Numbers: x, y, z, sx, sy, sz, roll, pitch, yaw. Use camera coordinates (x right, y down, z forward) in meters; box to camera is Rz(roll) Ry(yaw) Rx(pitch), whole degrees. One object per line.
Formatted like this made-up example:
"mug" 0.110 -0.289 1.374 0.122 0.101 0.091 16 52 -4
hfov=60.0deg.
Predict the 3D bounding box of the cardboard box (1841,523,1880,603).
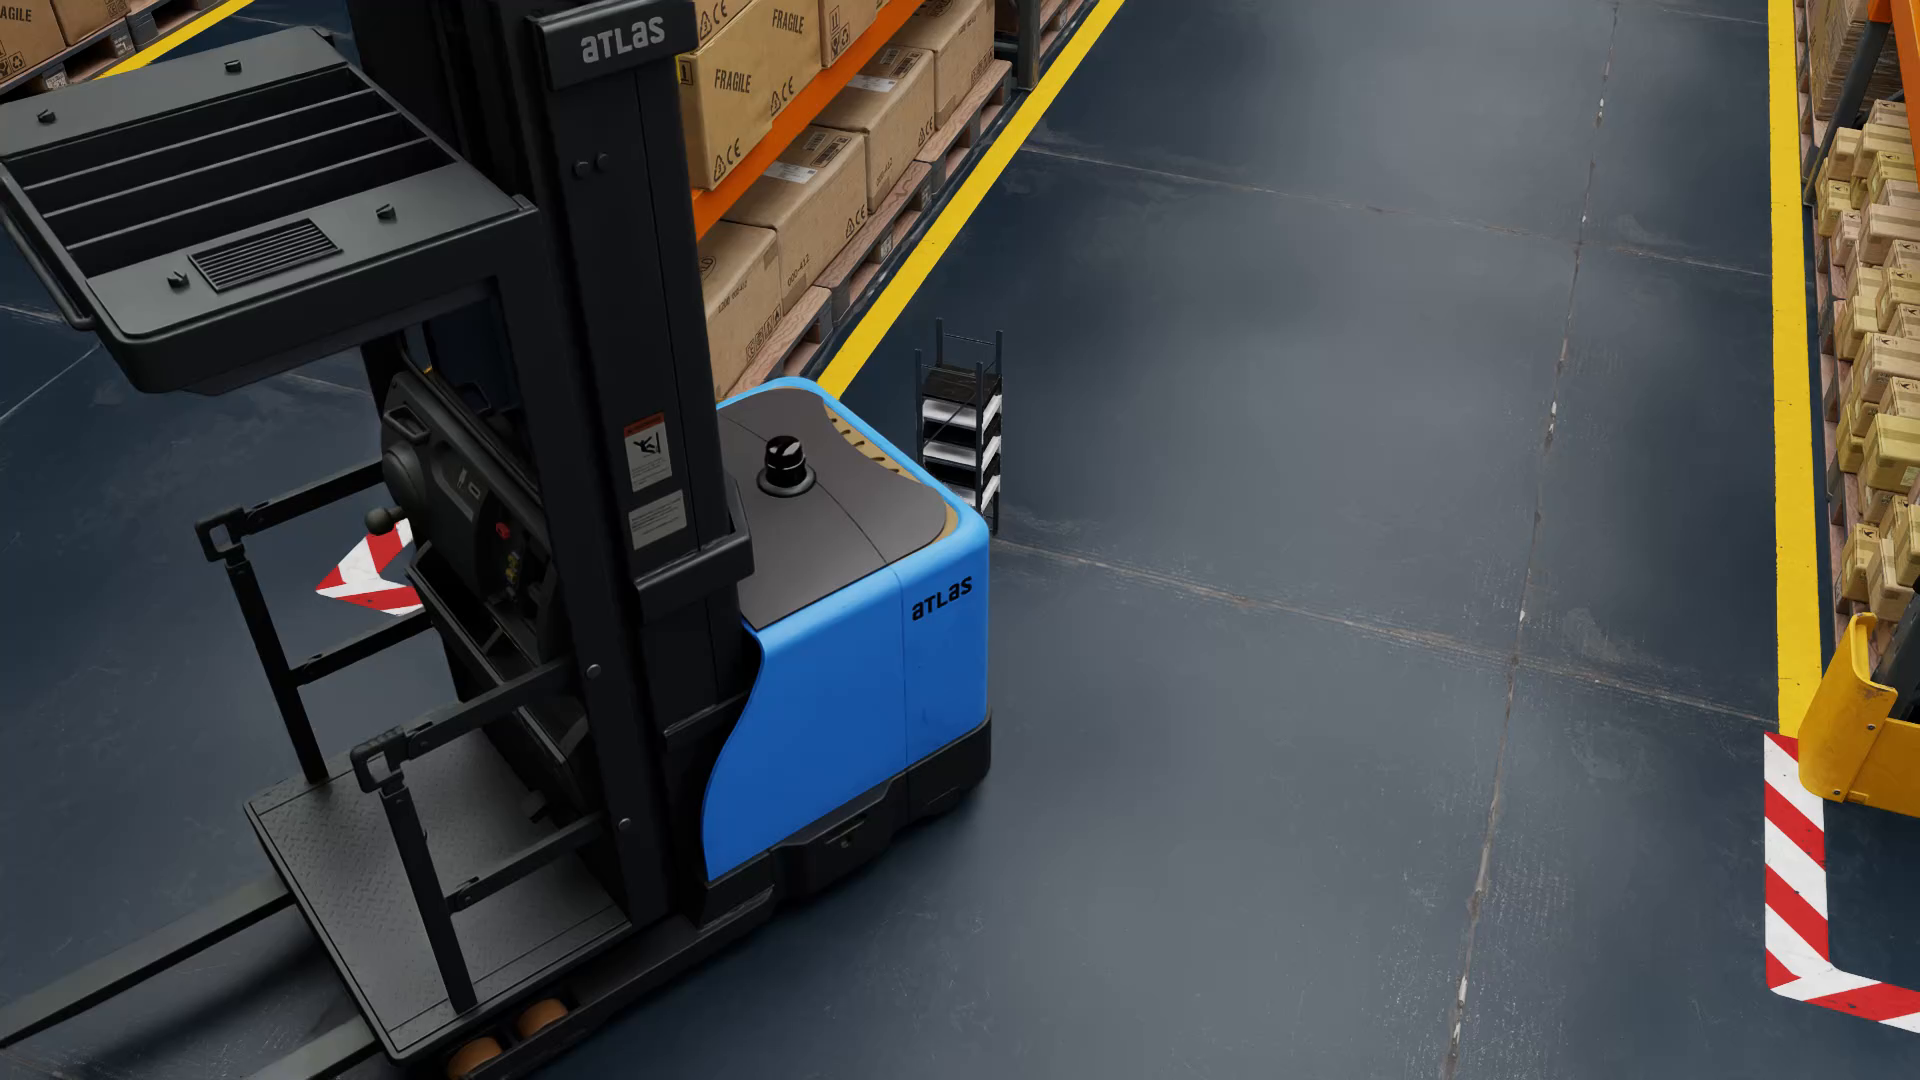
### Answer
"cardboard box" 3.239 0.114 5.679 0.380 0.149 0.250 15 43 16

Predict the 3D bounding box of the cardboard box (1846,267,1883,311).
"cardboard box" 3.797 -0.945 6.691 0.380 0.149 0.250 13 42 15

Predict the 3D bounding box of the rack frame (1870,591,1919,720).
"rack frame" 3.262 -0.265 4.249 1.000 3.000 0.127 13 42 15

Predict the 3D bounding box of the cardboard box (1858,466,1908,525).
"cardboard box" 3.350 -0.156 5.765 0.380 0.149 0.250 12 42 13

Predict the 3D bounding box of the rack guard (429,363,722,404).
"rack guard" -1.432 -0.336 6.259 1.175 0.500 0.348 13 42 15

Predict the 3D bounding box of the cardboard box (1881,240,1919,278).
"cardboard box" 3.880 -1.036 6.568 0.380 0.149 0.250 12 42 13

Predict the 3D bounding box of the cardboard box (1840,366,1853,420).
"cardboard box" 3.623 -0.514 6.414 0.380 0.149 0.250 14 42 16

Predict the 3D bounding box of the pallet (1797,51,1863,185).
"pallet" 4.895 -2.119 8.571 1.003 0.211 1.213 13 42 15

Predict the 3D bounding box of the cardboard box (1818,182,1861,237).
"cardboard box" 4.113 -1.466 7.531 0.380 0.149 0.250 14 43 16

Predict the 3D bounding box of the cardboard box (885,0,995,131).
"cardboard box" -0.372 -2.567 8.598 0.875 0.438 0.875 13 42 14

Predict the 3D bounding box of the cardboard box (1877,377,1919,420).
"cardboard box" 3.462 -0.416 5.841 0.380 0.149 0.250 12 42 13

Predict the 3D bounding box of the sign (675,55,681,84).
"sign" -0.905 -1.534 5.009 0.100 0.325 0.005 13 42 15

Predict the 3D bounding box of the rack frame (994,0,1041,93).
"rack frame" -0.056 -3.741 8.324 1.000 3.000 0.127 13 42 15

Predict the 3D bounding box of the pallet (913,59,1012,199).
"pallet" -0.390 -2.234 8.706 1.003 0.211 1.213 13 42 15

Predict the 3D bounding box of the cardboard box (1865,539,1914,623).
"cardboard box" 3.174 0.162 5.393 0.380 0.149 0.250 12 42 14

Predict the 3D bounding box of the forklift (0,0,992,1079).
"forklift" -1.374 -0.001 3.993 3.031 2.935 1.130 -27 47 -28

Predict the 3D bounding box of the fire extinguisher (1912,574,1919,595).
"fire extinguisher" 2.742 -0.042 4.335 0.296 0.674 0.183 13 42 15

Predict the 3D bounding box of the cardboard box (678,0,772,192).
"cardboard box" -0.990 -1.569 5.700 0.500 0.500 0.500 13 42 15

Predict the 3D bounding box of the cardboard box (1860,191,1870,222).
"cardboard box" 4.154 -1.412 7.237 0.380 0.149 0.250 13 42 15

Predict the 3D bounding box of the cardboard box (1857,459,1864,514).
"cardboard box" 3.482 -0.182 6.025 0.380 0.149 0.250 14 42 16

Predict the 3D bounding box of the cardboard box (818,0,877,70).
"cardboard box" -0.652 -2.190 6.428 0.500 0.500 0.500 13 42 15

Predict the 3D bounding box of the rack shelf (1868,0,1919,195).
"rack shelf" 3.946 -1.211 5.912 1.077 0.370 4.000 13 42 15

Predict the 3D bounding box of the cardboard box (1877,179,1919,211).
"cardboard box" 4.060 -1.358 6.945 0.380 0.149 0.250 12 42 14

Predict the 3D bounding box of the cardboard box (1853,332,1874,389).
"cardboard box" 3.621 -0.626 6.317 0.380 0.149 0.250 15 43 17

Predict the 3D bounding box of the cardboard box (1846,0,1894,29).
"cardboard box" 4.647 -2.709 8.138 0.500 0.250 0.500 12 42 14

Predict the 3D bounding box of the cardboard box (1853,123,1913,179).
"cardboard box" 4.168 -1.687 7.331 0.380 0.149 0.250 15 43 17

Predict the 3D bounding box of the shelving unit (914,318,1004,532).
"shelving unit" -0.003 -0.337 5.952 0.258 0.900 0.210 13 42 15

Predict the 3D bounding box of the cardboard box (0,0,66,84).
"cardboard box" -5.188 -2.775 8.794 0.500 0.500 0.500 14 42 16

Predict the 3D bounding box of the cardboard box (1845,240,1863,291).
"cardboard box" 4.037 -1.137 7.145 0.380 0.149 0.250 12 42 14

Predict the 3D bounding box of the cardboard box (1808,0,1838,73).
"cardboard box" 4.822 -2.733 8.745 0.500 0.500 0.500 12 42 14

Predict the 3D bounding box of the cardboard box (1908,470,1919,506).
"cardboard box" 3.345 -0.086 5.454 0.380 0.149 0.250 14 42 16

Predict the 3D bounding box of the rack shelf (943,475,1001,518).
"rack shelf" -0.003 -0.175 6.091 0.258 0.077 0.200 13 42 15

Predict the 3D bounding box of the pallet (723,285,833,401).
"pallet" -1.224 -0.746 6.962 1.003 0.211 1.213 13 42 15

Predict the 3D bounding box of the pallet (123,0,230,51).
"pallet" -4.958 -3.361 10.027 1.003 0.211 1.213 13 42 15

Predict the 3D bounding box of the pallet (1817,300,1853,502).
"pallet" 4.018 -0.479 6.649 1.003 0.211 1.213 13 42 15

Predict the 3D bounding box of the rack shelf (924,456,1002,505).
"rack shelf" -0.003 -0.244 6.032 0.258 0.077 0.200 13 42 15

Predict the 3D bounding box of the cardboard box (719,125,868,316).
"cardboard box" -0.987 -1.471 7.314 0.875 0.438 0.875 14 43 16

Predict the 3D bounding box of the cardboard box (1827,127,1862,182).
"cardboard box" 4.205 -1.743 7.625 0.380 0.149 0.250 15 43 17

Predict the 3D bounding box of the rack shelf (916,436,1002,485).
"rack shelf" -0.003 -0.312 5.974 0.258 0.077 0.200 13 42 15

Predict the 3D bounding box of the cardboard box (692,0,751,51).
"cardboard box" -0.992 -1.950 5.377 0.500 0.500 0.500 12 42 14

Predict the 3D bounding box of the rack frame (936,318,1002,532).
"rack frame" 0.032 -0.399 6.025 0.240 0.900 0.006 13 42 15

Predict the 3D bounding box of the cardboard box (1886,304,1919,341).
"cardboard box" 3.696 -0.728 6.207 0.380 0.149 0.250 12 42 14
